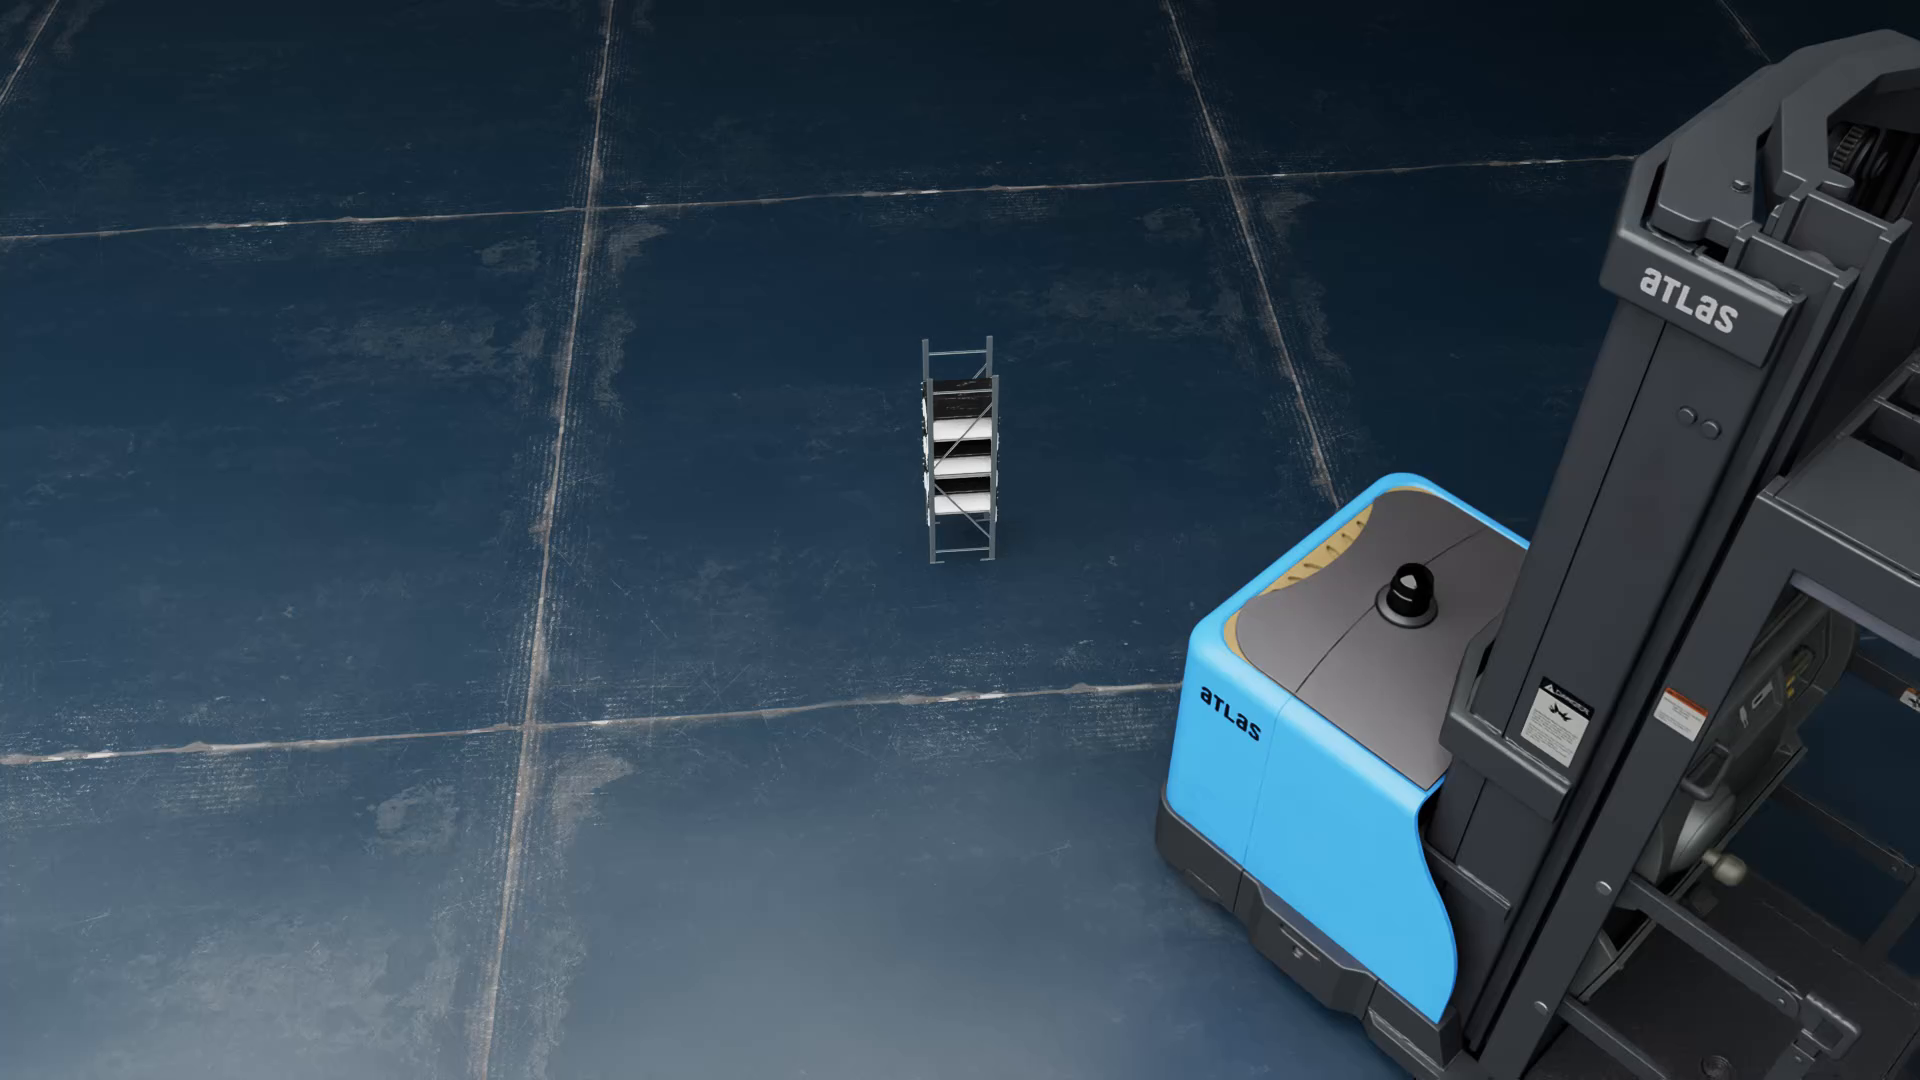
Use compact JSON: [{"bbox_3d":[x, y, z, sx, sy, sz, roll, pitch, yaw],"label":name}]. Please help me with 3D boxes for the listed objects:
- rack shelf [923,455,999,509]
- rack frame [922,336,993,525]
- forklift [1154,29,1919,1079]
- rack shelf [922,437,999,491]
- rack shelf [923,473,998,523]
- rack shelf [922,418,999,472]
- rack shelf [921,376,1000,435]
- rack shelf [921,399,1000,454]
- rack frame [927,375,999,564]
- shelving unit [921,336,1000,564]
[{"bbox_3d":[0.001,-0.219,6.007,0.258,0.077,0.200,-3,47,-3],"label":"rack shelf"},{"bbox_3d":[-0.008,-0.377,5.987,0.240,0.900,0.006,-3,47,-3],"label":"rack frame"},{"bbox_3d":[1.992,0.520,3.739,1.130,2.935,3.031,-35,55,-28],"label":"forklift"},{"bbox_3d":[0.001,-0.281,5.942,0.258,0.077,0.200,-3,47,-3],"label":"rack shelf"},{"bbox_3d":[0.001,-0.157,6.073,0.258,0.077,0.200,-3,47,-3],"label":"rack shelf"},{"bbox_3d":[0.001,-0.343,5.877,0.258,0.077,0.200,-3,47,-3],"label":"rack shelf"},{"bbox_3d":[0.001,-0.466,5.746,0.258,0.077,0.200,-3,47,-3],"label":"rack shelf"},{"bbox_3d":[0.001,-0.404,5.811,0.258,0.077,0.200,-3,47,-3],"label":"rack shelf"},{"bbox_3d":[0.009,-0.230,5.848,0.240,0.900,0.006,-3,47,-3],"label":"rack frame"},{"bbox_3d":[0.001,-0.304,5.918,0.258,0.900,0.210,-3,47,-3],"label":"shelving unit"}]
